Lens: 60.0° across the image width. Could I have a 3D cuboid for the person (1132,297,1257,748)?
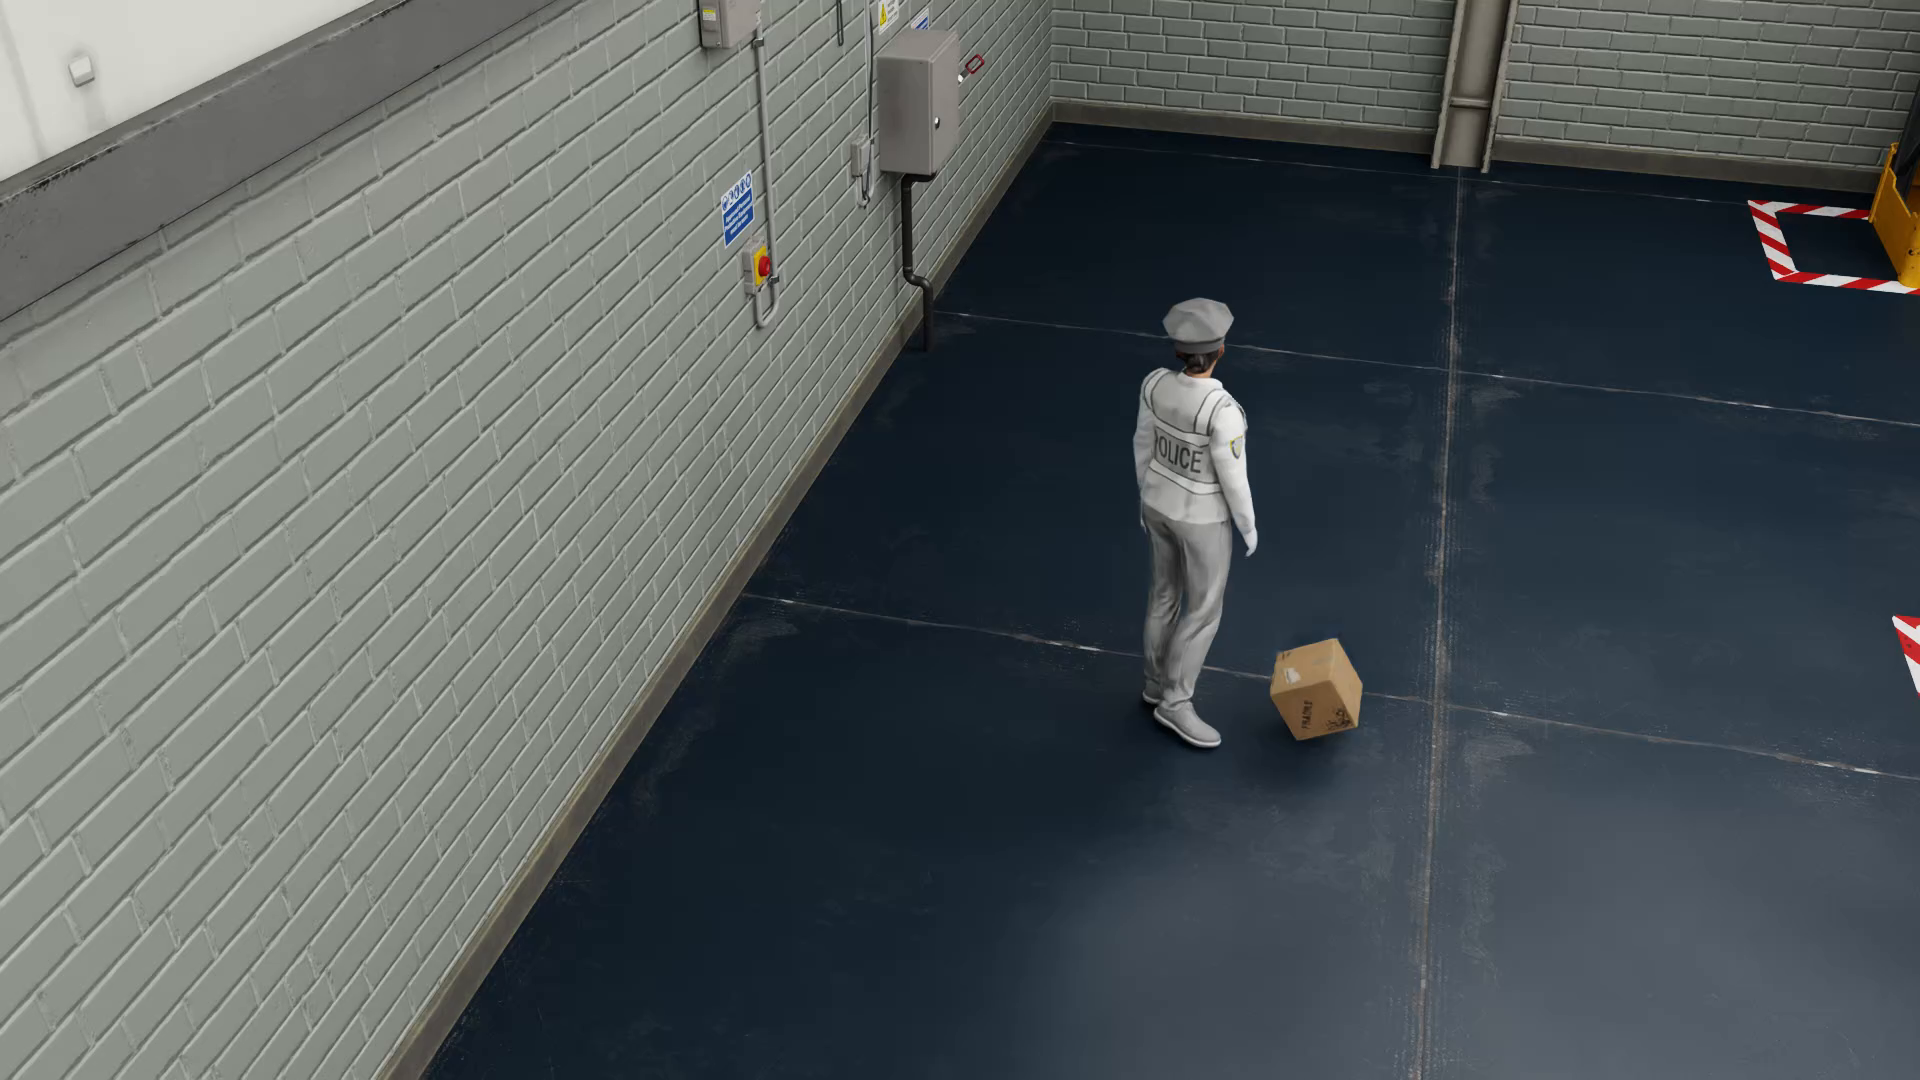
[{"bbox_3d":[0.871,-0.060,6.201,0.400,1.673,0.621,-23,39,-31],"label":"person"}]
